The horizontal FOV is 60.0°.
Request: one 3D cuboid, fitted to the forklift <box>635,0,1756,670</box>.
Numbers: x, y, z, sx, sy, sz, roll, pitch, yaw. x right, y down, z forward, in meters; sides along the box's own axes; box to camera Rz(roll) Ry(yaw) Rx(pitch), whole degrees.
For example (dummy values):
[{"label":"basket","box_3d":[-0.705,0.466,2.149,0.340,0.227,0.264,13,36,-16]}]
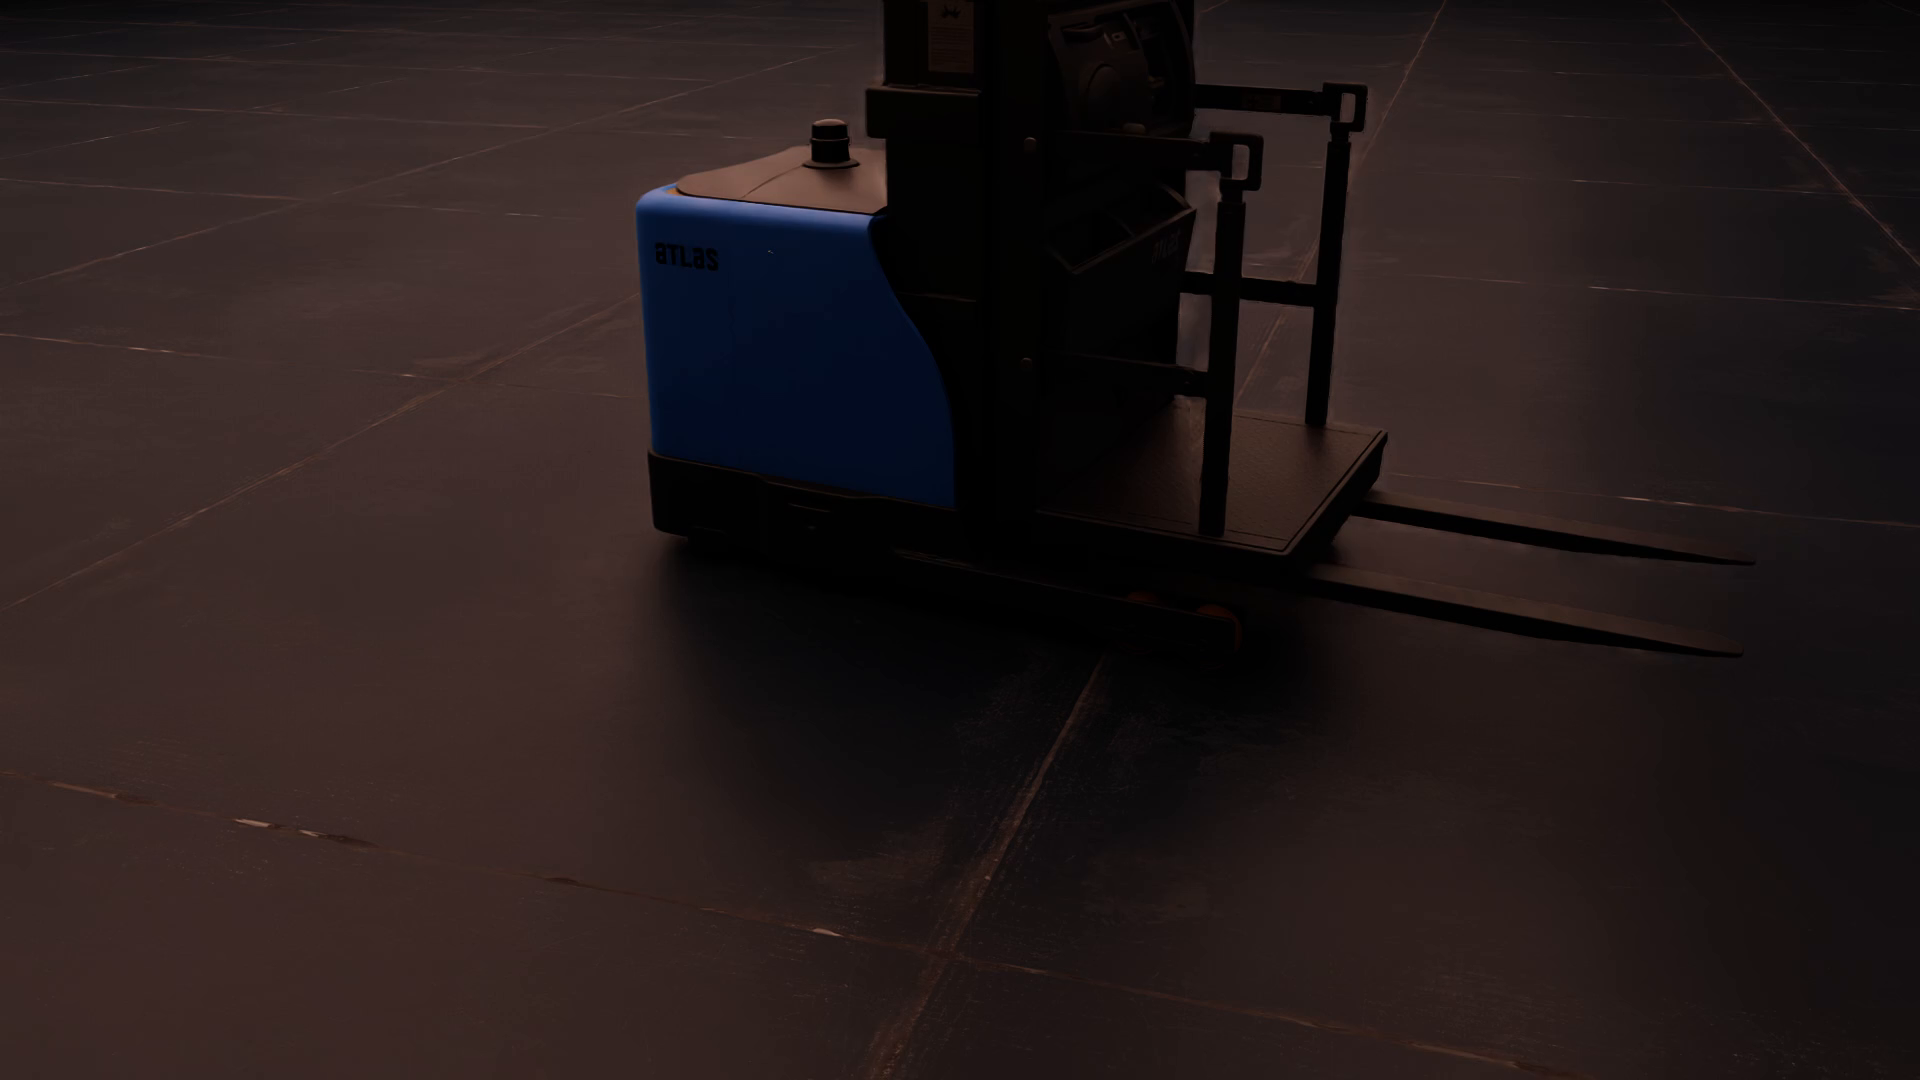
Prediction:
[{"label":"forklift","box_3d":[0.618,-1.250,4.306,3.031,2.935,1.130,11,25,24]}]
